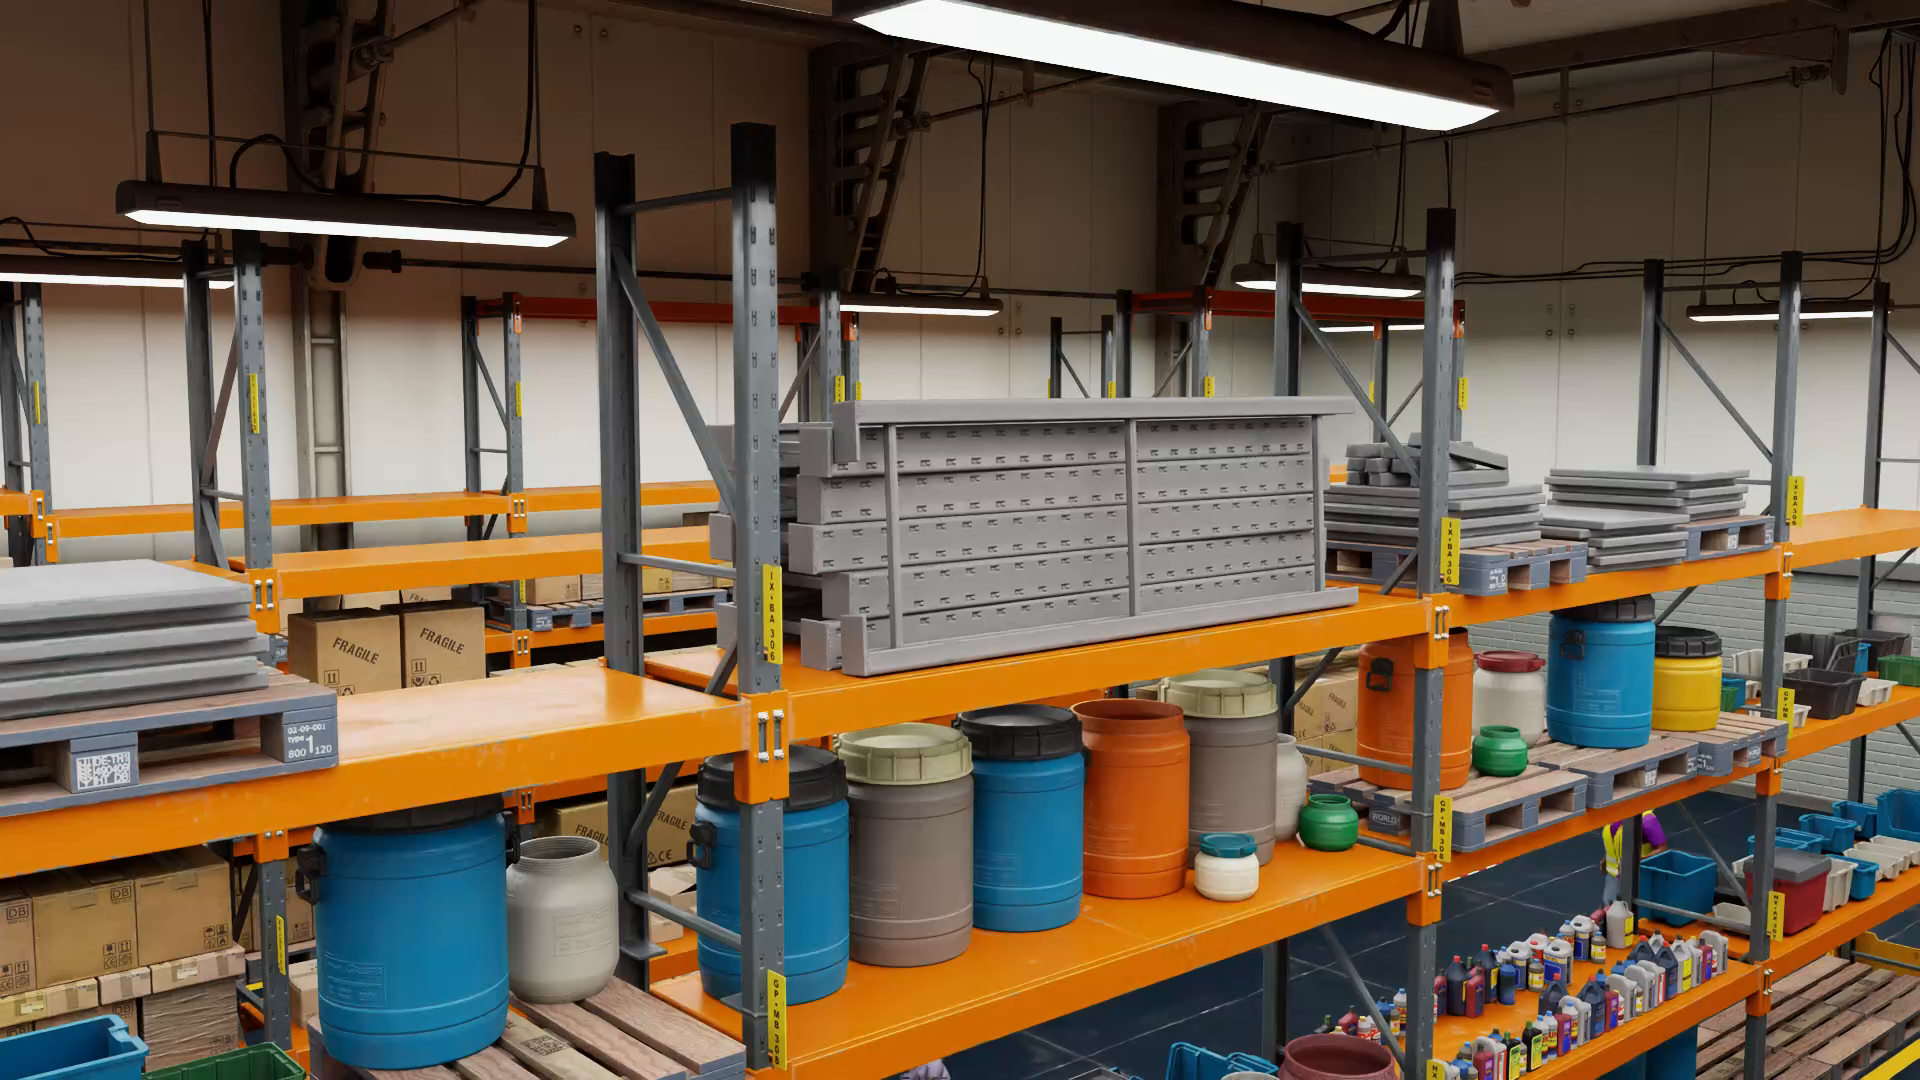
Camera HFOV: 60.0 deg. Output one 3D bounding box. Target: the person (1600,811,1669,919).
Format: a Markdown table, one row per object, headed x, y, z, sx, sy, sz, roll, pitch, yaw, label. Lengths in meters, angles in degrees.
| x | y | z | sx | sy | sz | roll | pitch | yaw | label |
| --- | --- | --- | --- | --- | --- | --- | --- | --- | --- |
| 5.859 | 2.930 | 14.390 | 0.831 | 1.804 | 0.685 | -3 | 6 | -29 | person |
